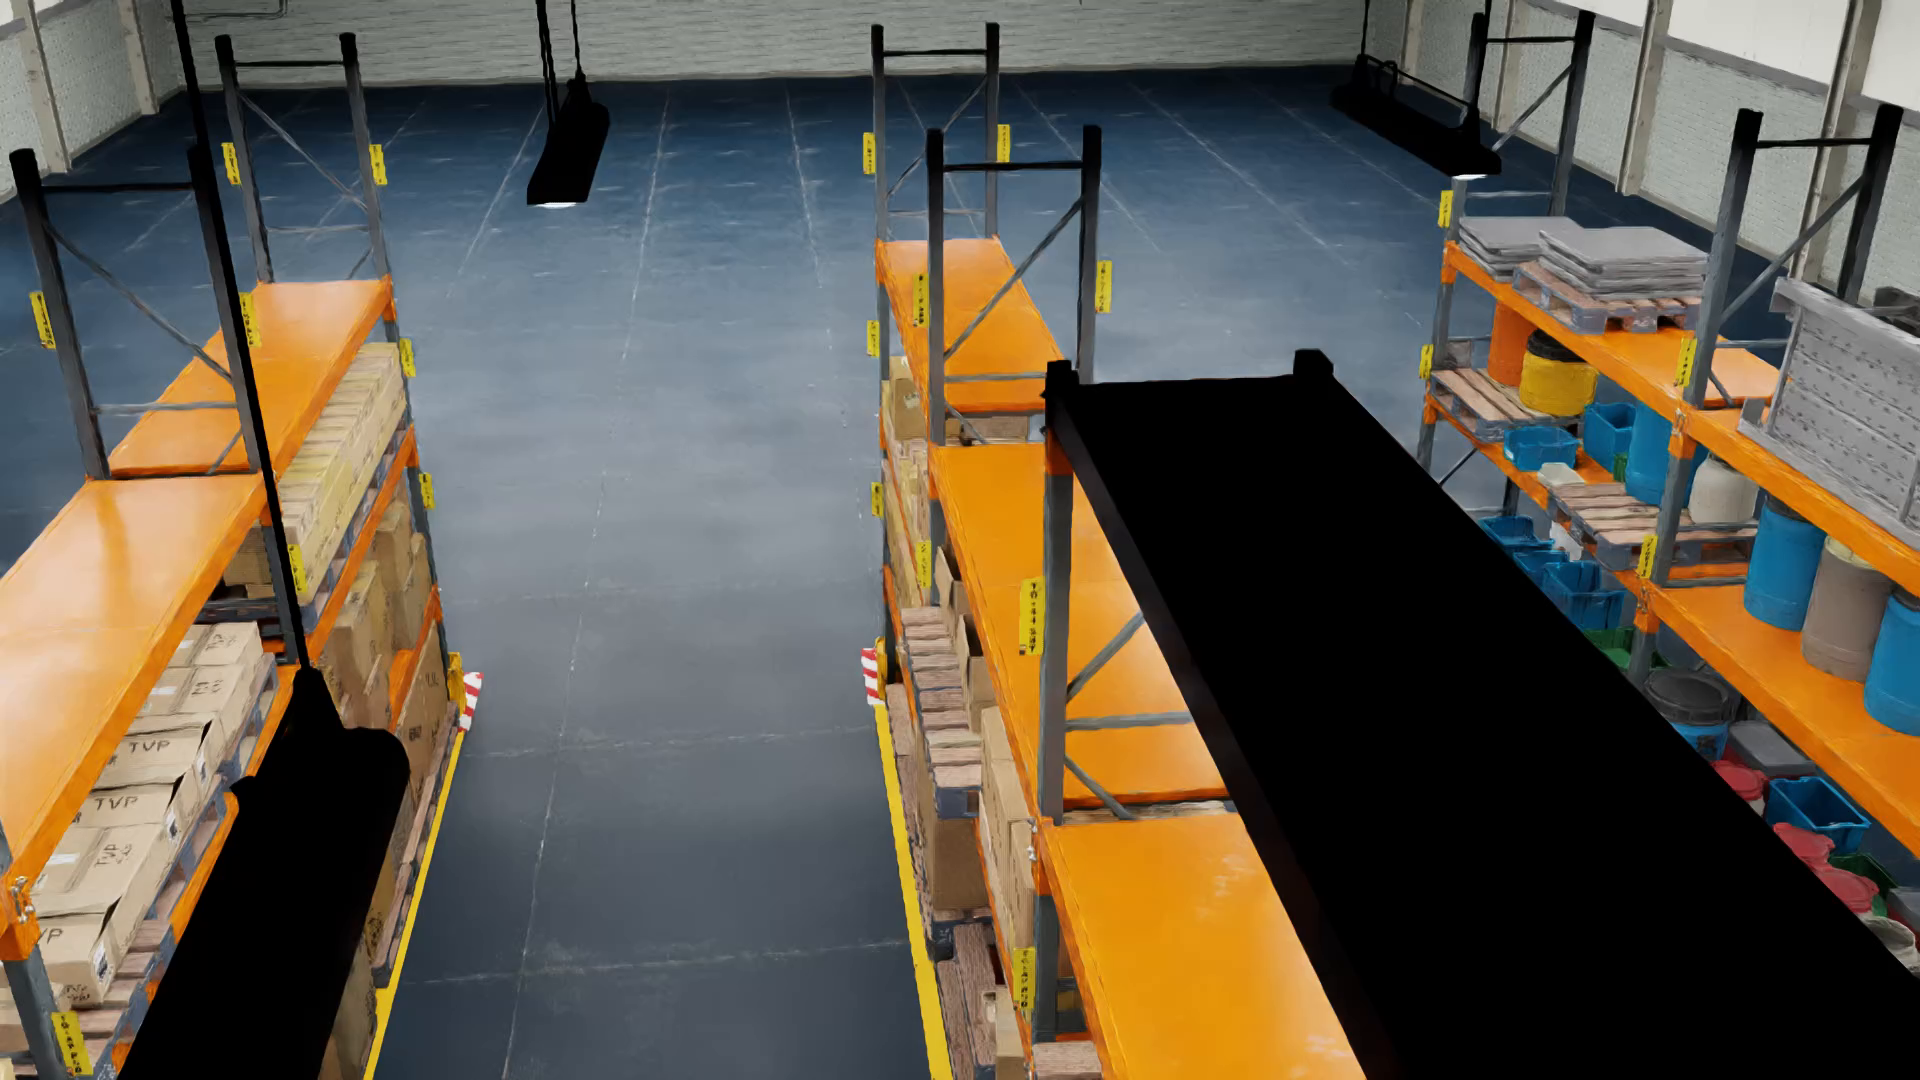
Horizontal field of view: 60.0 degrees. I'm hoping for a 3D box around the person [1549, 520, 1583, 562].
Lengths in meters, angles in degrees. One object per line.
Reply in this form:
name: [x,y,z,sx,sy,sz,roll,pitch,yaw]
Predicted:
person: [6.100,-0.045,16.530,0.493,1.771,0.725,22,33,38]
